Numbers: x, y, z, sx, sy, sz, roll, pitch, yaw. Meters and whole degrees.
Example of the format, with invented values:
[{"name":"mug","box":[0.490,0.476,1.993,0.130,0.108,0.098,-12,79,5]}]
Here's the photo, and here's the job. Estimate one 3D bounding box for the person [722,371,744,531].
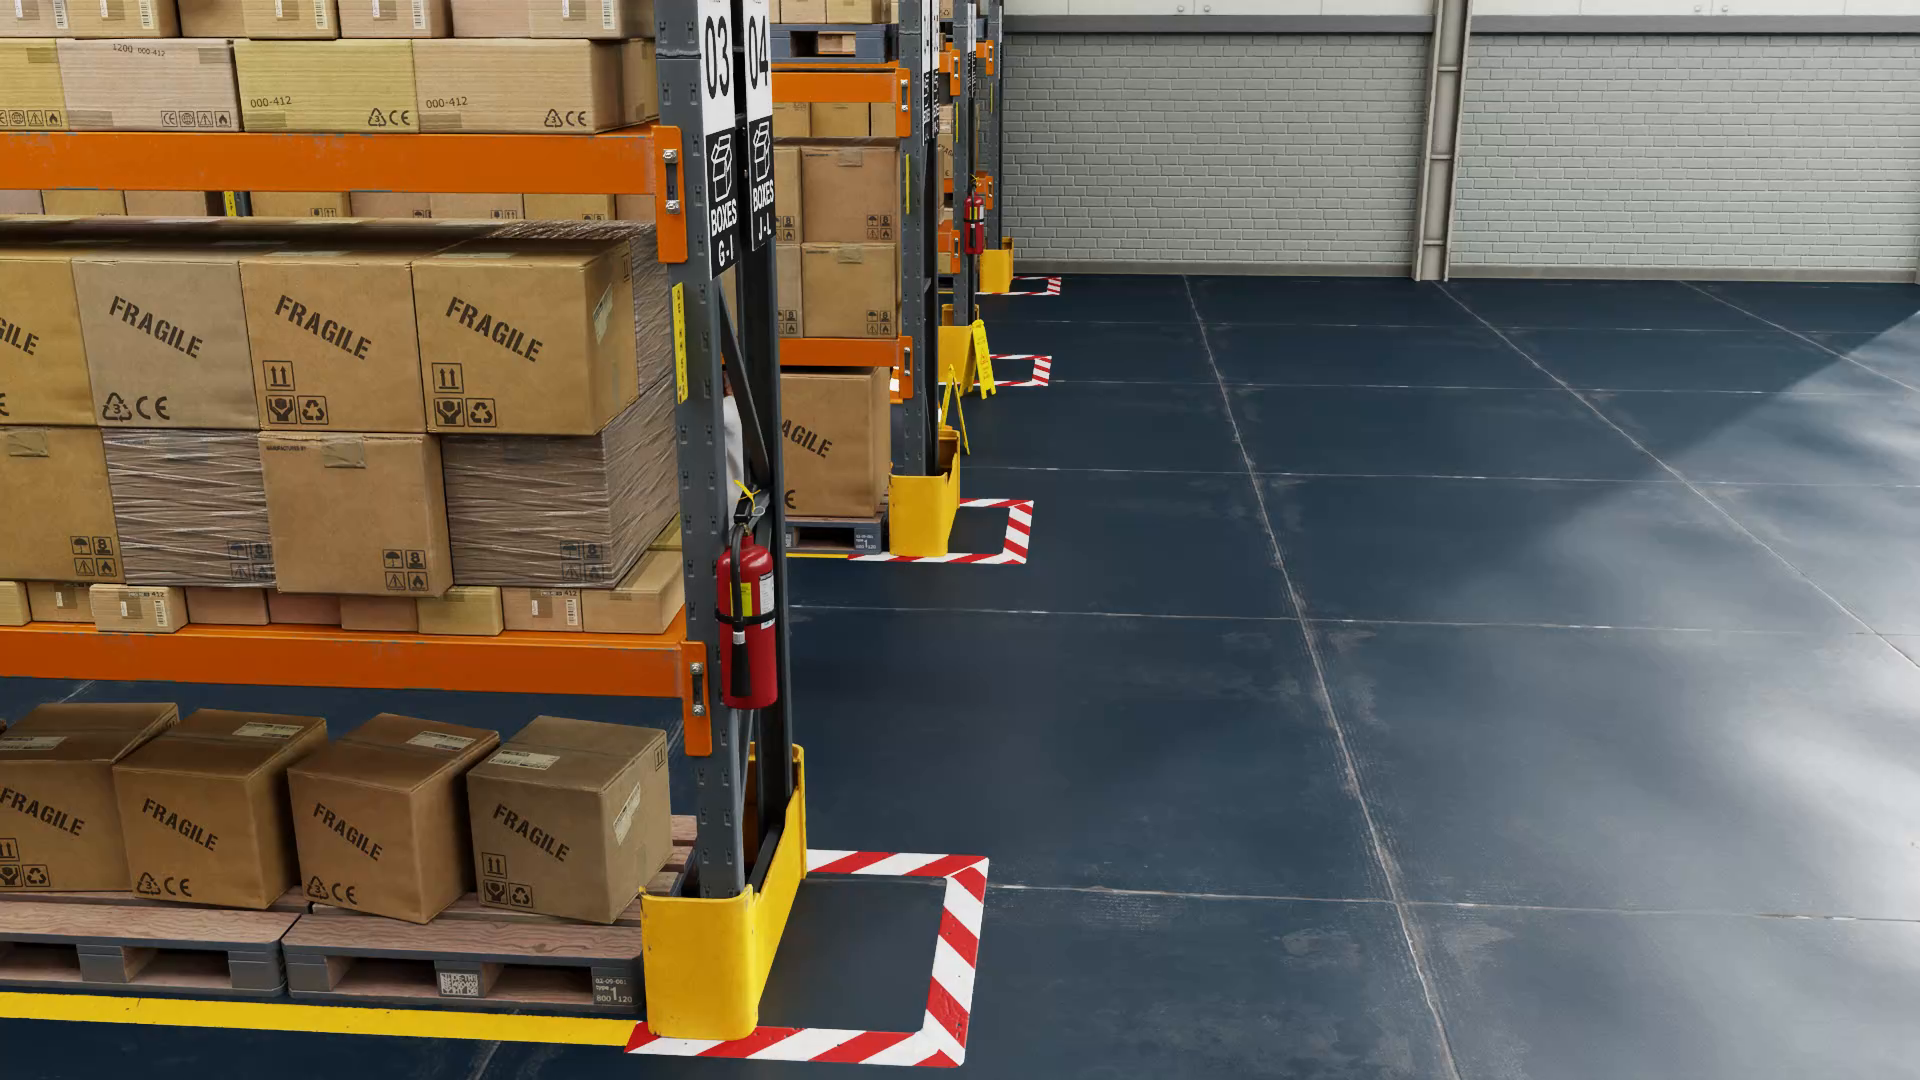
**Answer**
[{"name":"person","box":[-1.162,-0.119,7.931,0.361,1.671,0.513,0,18,1]}]
